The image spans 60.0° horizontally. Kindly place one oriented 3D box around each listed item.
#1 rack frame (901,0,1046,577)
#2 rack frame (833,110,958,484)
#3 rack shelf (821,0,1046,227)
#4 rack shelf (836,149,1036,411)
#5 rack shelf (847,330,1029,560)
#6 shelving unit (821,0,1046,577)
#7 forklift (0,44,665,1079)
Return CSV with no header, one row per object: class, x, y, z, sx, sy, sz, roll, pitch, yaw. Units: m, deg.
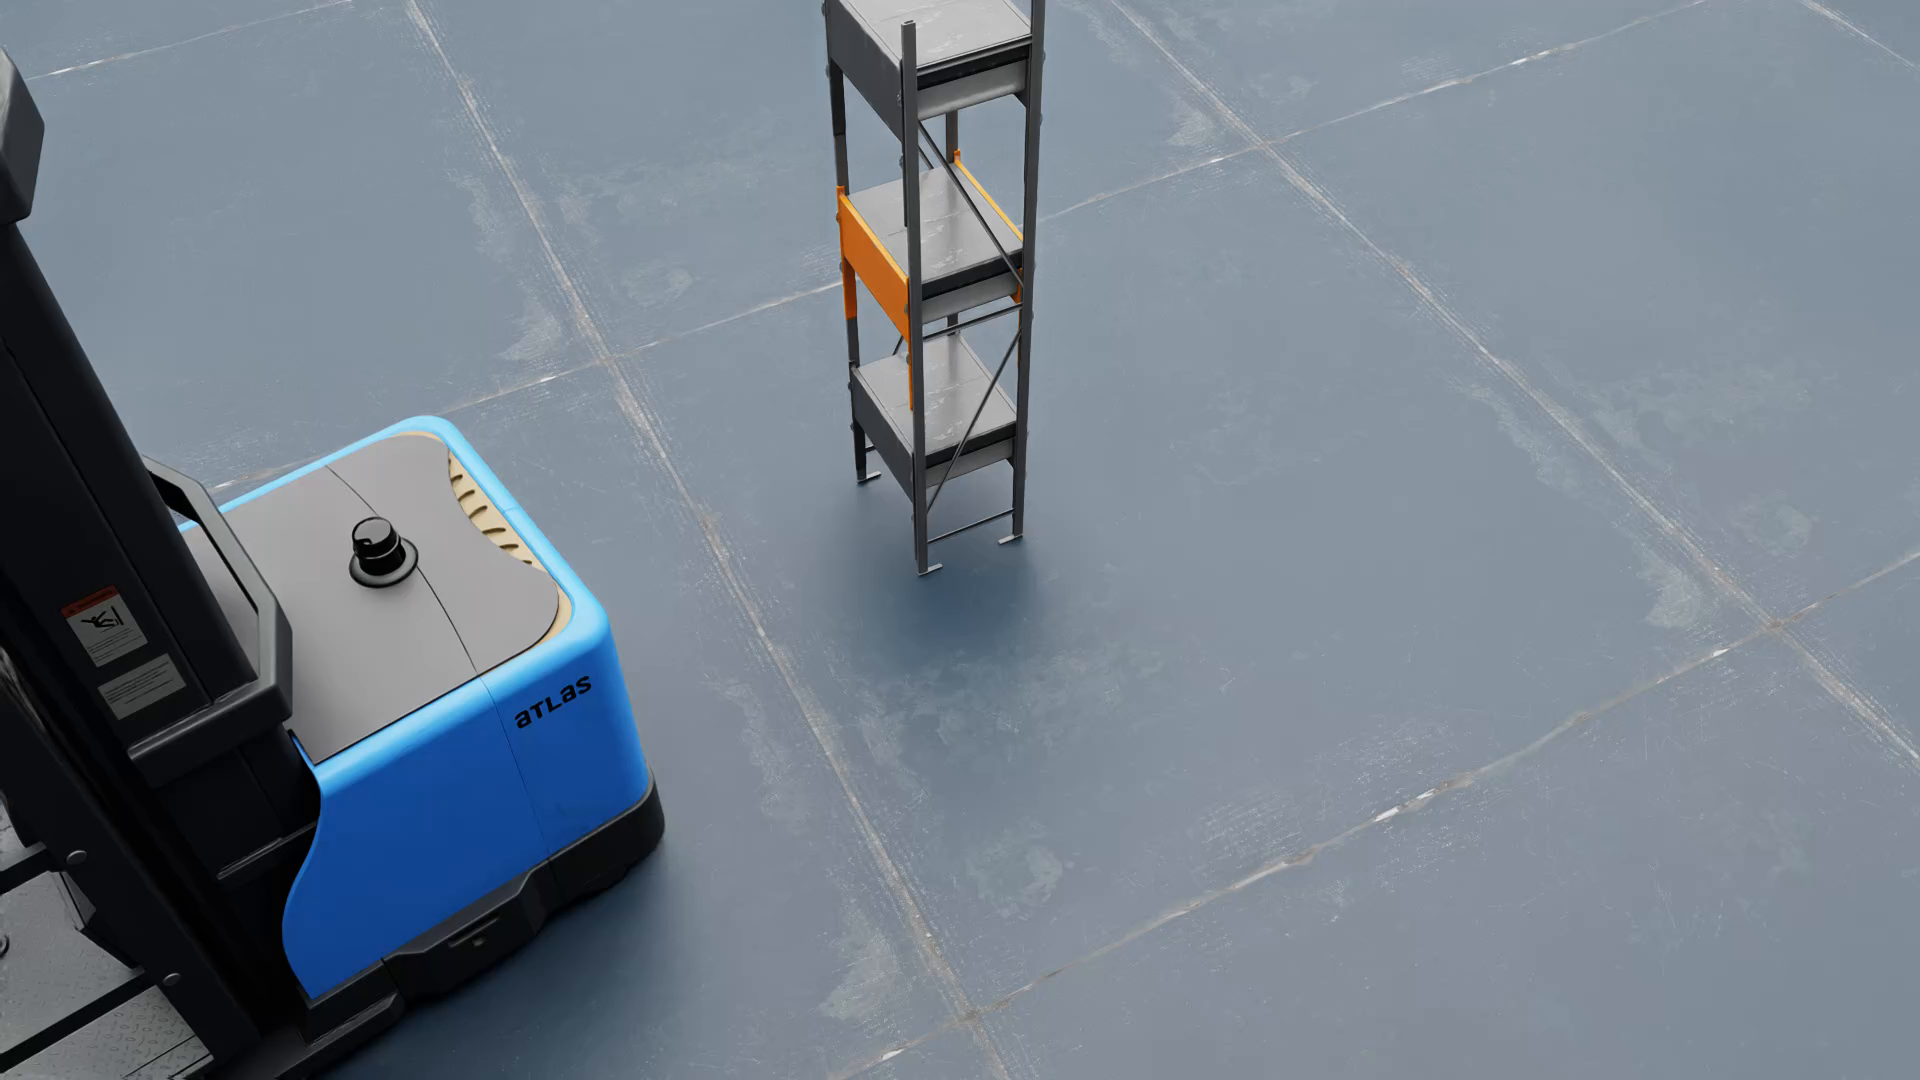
rack frame,0.036,-0.639,4.914,0.400,2.100,0.015,-21,52,-18
rack frame,-0.187,-0.965,5.199,0.400,2.100,0.015,-21,52,-18
rack shelf,-0.076,-1.254,4.540,0.431,0.518,0.480,-21,52,-18
rack shelf,-0.076,-0.793,5.067,0.431,0.518,0.480,-21,52,-18
rack shelf,-0.076,-0.332,5.594,0.431,0.518,0.480,-21,52,-18
shelving unit,-0.076,-0.802,5.057,0.431,2.100,0.503,-21,52,-18
forklift,-2.346,0.336,3.509,3.031,2.935,1.130,-30,55,-24
